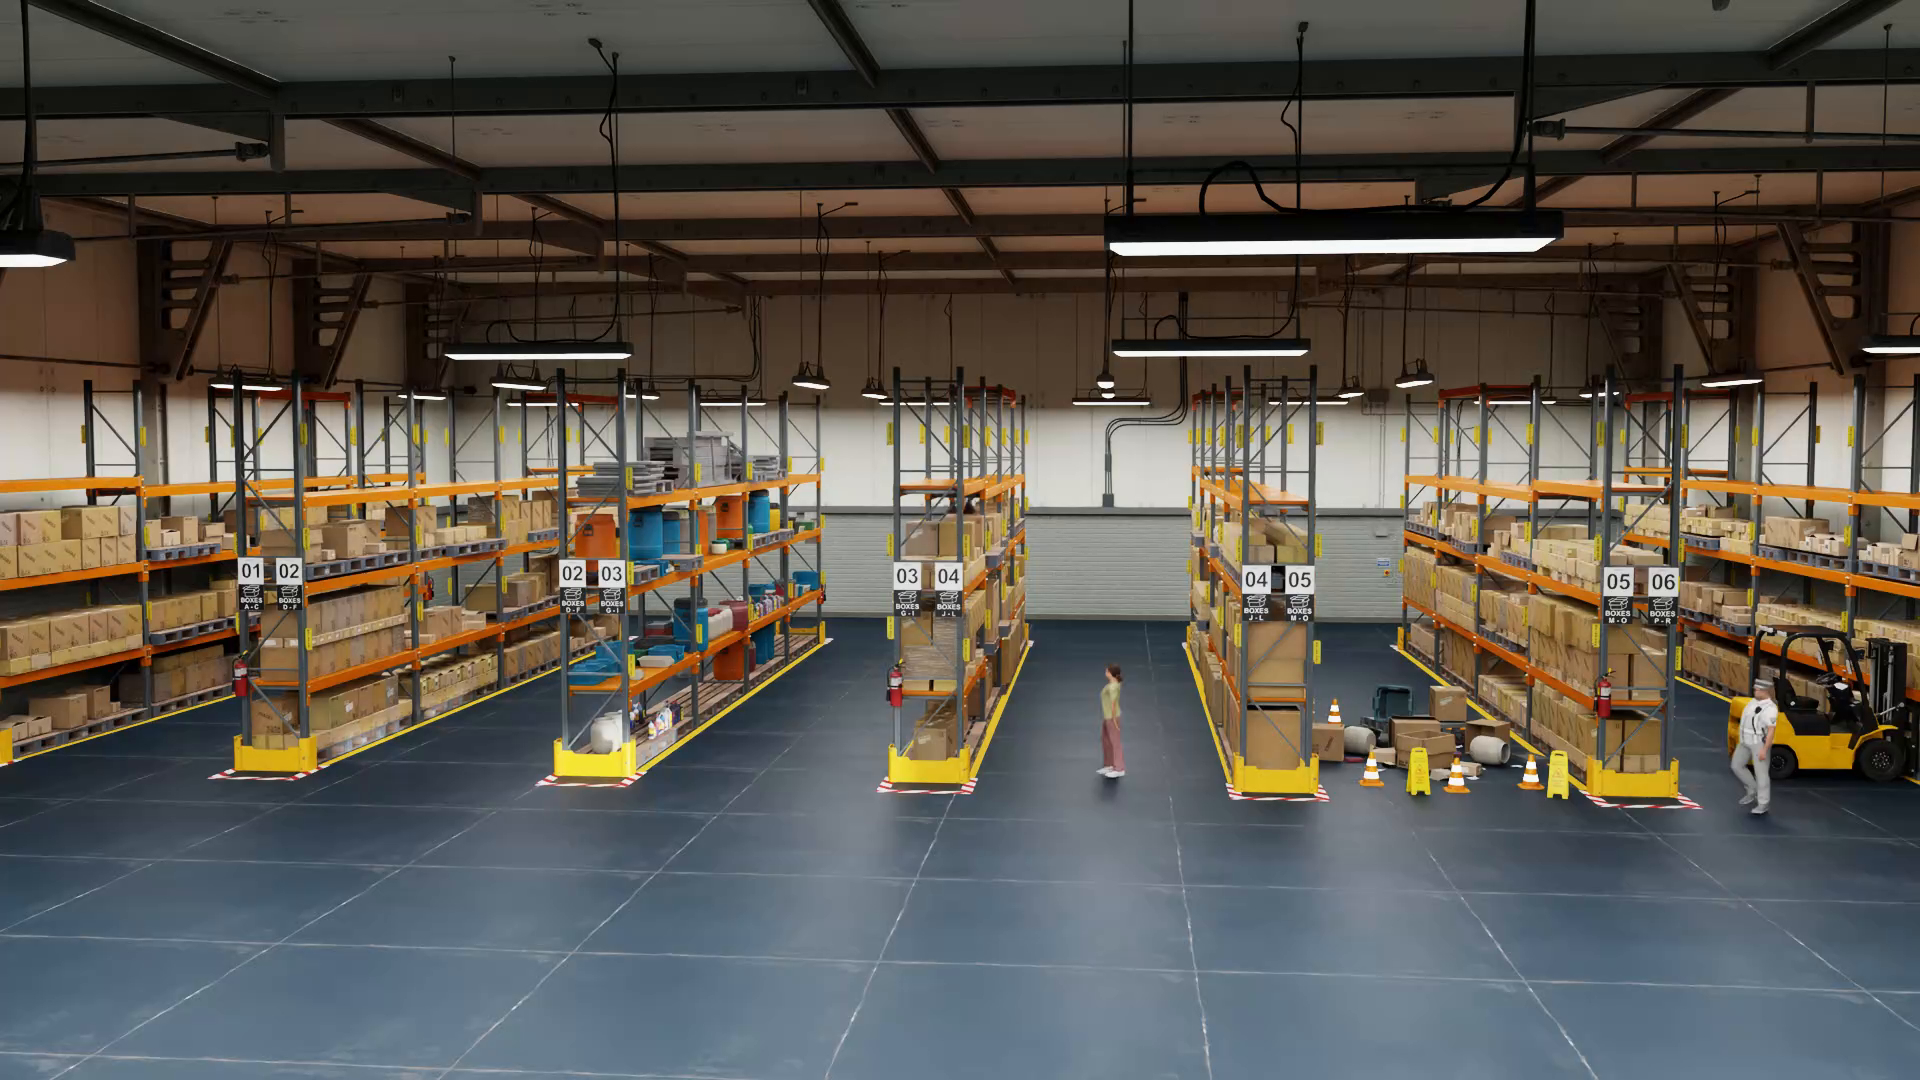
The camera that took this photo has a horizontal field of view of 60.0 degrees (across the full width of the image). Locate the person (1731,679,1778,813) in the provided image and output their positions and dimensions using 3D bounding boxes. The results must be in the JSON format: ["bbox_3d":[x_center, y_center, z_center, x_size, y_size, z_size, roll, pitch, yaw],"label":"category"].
[{"bbox_3d":[10.676,2.738,22.291,0.485,1.774,0.629,-1,4,-17],"label":"person"}]

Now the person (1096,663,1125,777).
[{"bbox_3d":[2.226,2.646,24.502,0.393,1.704,0.597,0,4,0],"label":"person"}]

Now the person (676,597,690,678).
[{"bbox_3d":[-5.771,2.021,34.500,0.421,1.670,0.554,0,4,0],"label":"person"}]
